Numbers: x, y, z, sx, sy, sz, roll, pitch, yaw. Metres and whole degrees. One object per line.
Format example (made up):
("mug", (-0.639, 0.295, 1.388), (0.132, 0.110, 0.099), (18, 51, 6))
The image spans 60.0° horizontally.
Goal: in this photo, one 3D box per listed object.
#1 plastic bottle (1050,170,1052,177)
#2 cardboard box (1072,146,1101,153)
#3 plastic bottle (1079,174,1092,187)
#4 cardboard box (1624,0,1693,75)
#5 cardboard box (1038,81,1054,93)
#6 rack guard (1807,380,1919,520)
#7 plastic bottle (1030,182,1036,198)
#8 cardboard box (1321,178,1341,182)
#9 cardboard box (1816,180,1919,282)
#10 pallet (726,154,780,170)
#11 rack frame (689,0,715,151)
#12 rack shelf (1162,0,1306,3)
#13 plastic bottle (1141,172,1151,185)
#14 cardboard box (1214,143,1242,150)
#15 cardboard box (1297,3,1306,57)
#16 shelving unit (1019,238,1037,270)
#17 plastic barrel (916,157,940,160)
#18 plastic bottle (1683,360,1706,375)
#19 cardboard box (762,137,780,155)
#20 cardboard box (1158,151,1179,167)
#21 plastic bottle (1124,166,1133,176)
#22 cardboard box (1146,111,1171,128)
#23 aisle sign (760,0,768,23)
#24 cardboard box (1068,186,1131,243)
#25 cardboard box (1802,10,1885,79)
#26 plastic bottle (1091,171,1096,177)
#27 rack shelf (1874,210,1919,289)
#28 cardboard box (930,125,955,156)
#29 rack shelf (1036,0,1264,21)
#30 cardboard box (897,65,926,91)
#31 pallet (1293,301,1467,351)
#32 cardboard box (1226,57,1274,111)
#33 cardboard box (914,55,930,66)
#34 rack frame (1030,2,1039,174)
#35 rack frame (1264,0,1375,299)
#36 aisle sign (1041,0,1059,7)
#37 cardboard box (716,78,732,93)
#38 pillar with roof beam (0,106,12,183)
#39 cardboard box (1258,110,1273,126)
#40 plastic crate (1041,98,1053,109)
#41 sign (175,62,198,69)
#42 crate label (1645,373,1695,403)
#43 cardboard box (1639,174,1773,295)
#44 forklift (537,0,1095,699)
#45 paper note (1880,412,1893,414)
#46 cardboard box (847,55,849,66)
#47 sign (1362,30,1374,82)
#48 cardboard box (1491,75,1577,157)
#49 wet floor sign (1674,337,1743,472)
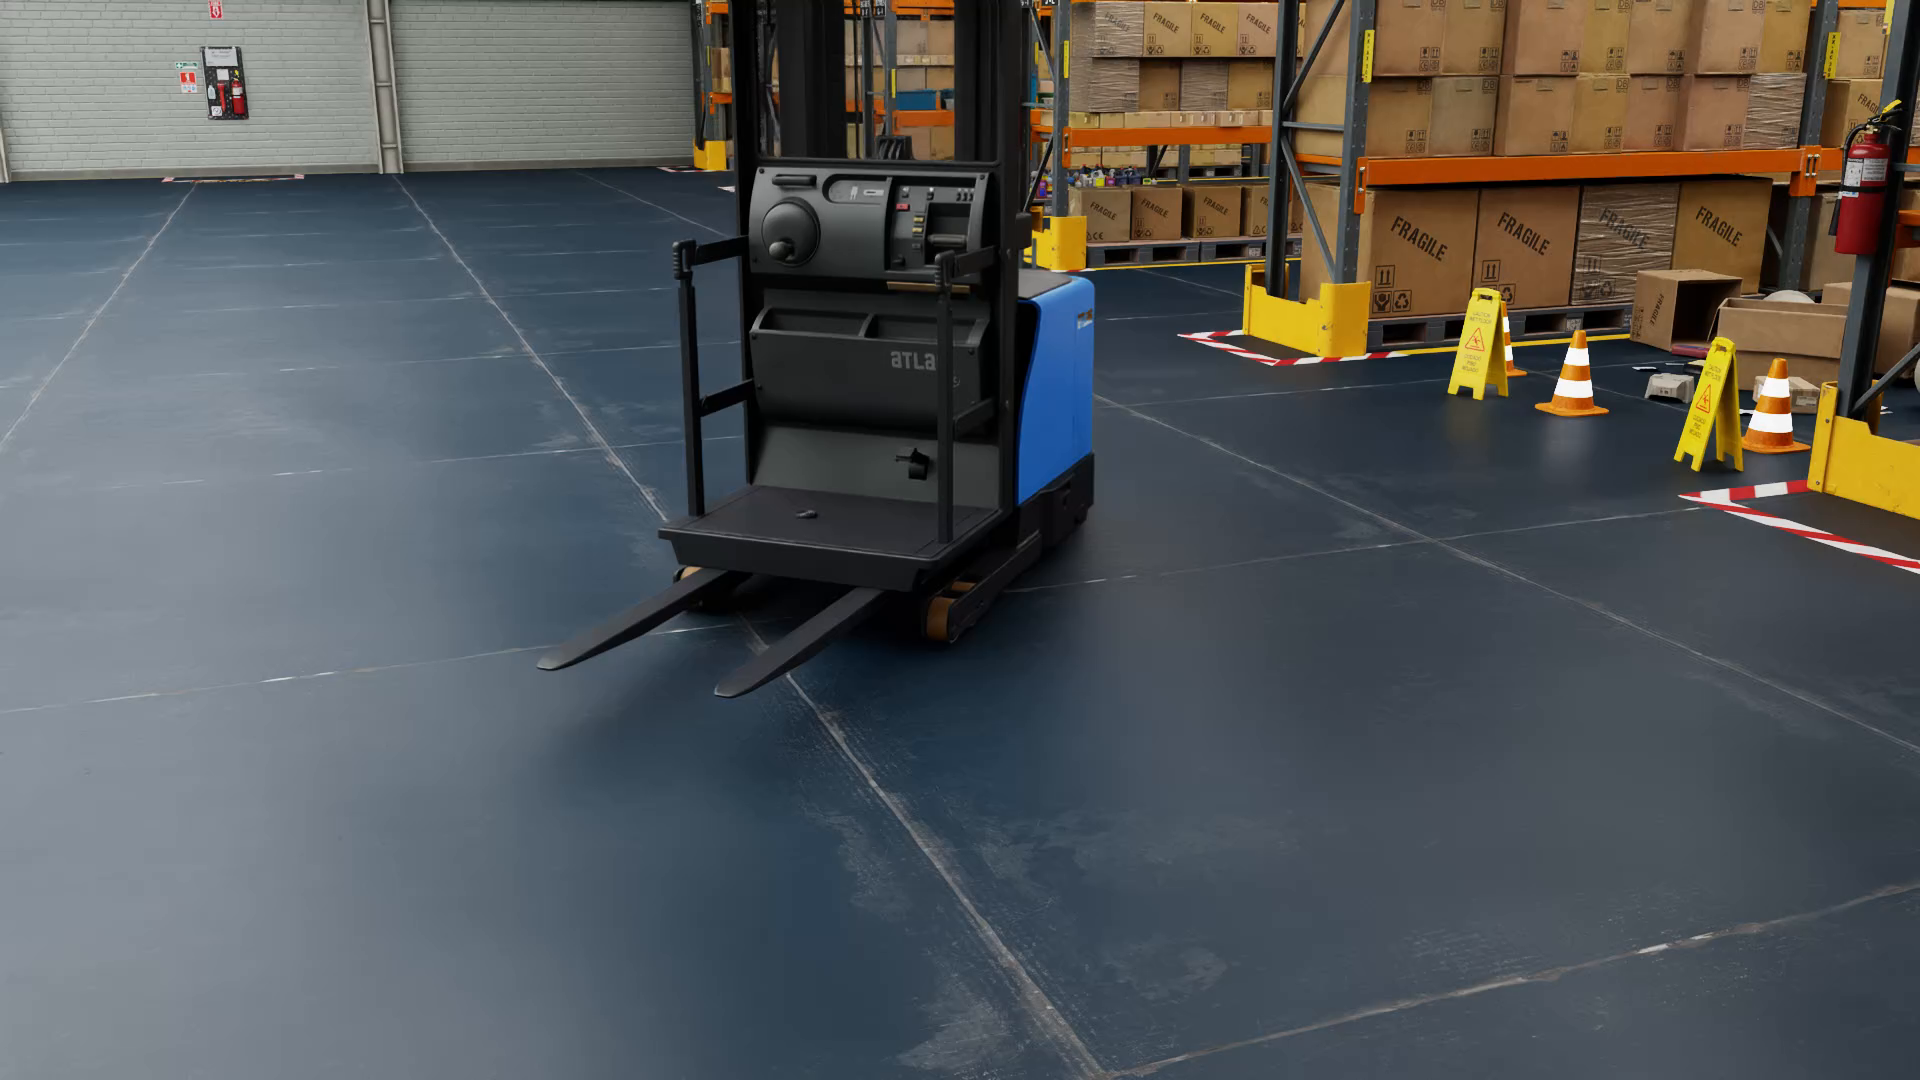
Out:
("plastic bottle", (1.272, -4.773, 21.948), (0.185, 0.351, 0.144), (-6, 18, -21))
("cardboard box", (1.923, -6.347, 26.528), (0.500, 0.311, 0.500), (-6, 18, -21))
("plastic bottle", (1.615, -4.563, 21.367), (0.135, 0.276, 0.152), (-6, 17, -19))
("cardboard box", (4.818, -3.706, 12.213), (0.550, 0.550, 0.875), (-6, 17, -20))
("cardboard box", (1.422, -7.160, 26.422), (0.500, 0.250, 0.500), (-5, 17, -17))
("rack guard", (4.401, -0.361, 7.442), (0.348, 0.500, 1.175), (-6, 17, -20))
("plastic bottle", (0.913, -4.443, 21.091), (0.097, 0.201, 0.097), (0, 16, 0))
("cardboard box", (4.132, -3.536, 17.507), (0.500, 0.500, 0.500), (-7, 18, -22))
("cardboard box", (7.650, -2.553, 13.716), (0.750, 0.750, 1.050), (-6, 17, -20))
("pallet", (-3.691, -6.813, 29.923), (1.213, 0.211, 1.003), (-6, 17, -20))
("rack frame", (-4.533, -8.070, 29.256), (0.127, 3.000, 1.000), (-6, 17, -20))
("rack shelf", (4.615, -7.163, 22.119), (4.000, 0.370, 1.077), (-6, 17, -20))
("plastic bottle", (2.416, -4.639, 21.613), (0.133, 0.283, 0.061), (-5, 17, -17))
("cardboard box", (4.312, -6.608, 27.415), (0.500, 0.311, 0.500), (-6, 17, -19))
("cardboard box", (3.264, -5.016, 16.374), (0.500, 0.500, 0.500), (-6, 17, -20))
("shelving unit", (0.198, -0.763, 7.567), (0.258, 1.200, 0.189), (6, 17, 20))
("plastic barrel", (-0.401, -4.558, 20.966), (0.421, 0.512, 0.421), (0, 16, 0))
("plastic bottle", (4.844, -1.131, 10.840), (0.283, 0.061, 0.133), (-14, 21, -39))
("cardboard box", (-3.322, -7.095, 29.926), (0.500, 0.311, 0.500), (-5, 17, -15))
("cardboard box", (3.359, -6.236, 27.145), (0.500, 0.250, 0.500), (-6, 17, -19))
("plastic bottle", (2.197, -4.704, 21.714), (0.185, 0.351, 0.144), (-6, 17, -20))
("cardboard box", (1.841, -4.078, 16.108), (0.250, 0.149, 0.380), (-6, 17, -20))
("aisle sign", (-2.923, -8.085, 24.694), (0.004, 0.787, 0.394), (-6, 17, -20))
("cardboard box", (1.374, -3.221, 16.435), (0.500, 0.500, 0.500), (-3, 17, -10))
("cardboard box", (6.662, -3.828, 12.858), (0.500, 0.500, 0.700), (-6, 18, -21))
("plastic bottle", (1.753, -4.750, 22.012), (0.097, 0.271, 0.097), (0, 16, 0))
("rack shelf", (6.198, -1.410, 7.851), (4.000, 0.370, 1.077), (-6, 17, -20))
("cardboard box", (-0.313, -6.210, 25.724), (0.500, 0.500, 0.500), (-6, 17, -20))
("rack shelf", (2.846, -8.466, 26.558), (4.000, 0.370, 1.077), (-6, 17, -20))
("cardboard box", (-0.872, -7.016, 25.488), (0.500, 0.500, 0.700), (-6, 17, -18))
("pallet", (3.183, -1.609, 12.201), (1.213, 0.211, 1.003), (-6, 17, -20))
("cardboard box", (2.685, -4.568, 16.624), (0.500, 0.500, 0.875), (-6, 17, -20))
("cardboard box", (-0.632, -7.291, 25.273), (0.250, 0.149, 0.380), (-6, 17, -18))
("rack frame", (0.978, -7.171, 26.193), (0.127, 3.000, 1.000), (-6, 17, -20))
("rack frame", (2.465, -2.845, 11.464), (0.127, 3.000, 1.000), (-6, 17, -20))
("aisle sign", (0.834, -5.323, 15.286), (0.004, 0.787, 0.394), (-6, 17, -20))
("cardboard box", (-3.964, -7.974, 29.158), (0.500, 0.250, 0.500), (-7, 18, -22))
("pillar with roof beam", (-13.854, -8.904, 21.449), (0.400, 9.000, 9.100), (-6, 17, -20))
("cardboard box", (3.018, -4.197, 16.512), (0.250, 0.149, 0.380), (-6, 17, -20))
("plastic crate", (1.322, -5.510, 21.006), (0.437, 0.136, 0.530), (-6, 17, -20))
("sign", (-12.658, -7.765, 27.214), (0.331, 0.109, 0.001), (-6, 17, -20))
("crate label", (4.268, -0.916, 9.973), (0.250, 0.136, 0.298), (13, 21, 37))
("cardboard box", (5.588, -2.386, 12.924), (0.875, 0.875, 0.875), (-6, 17, -19))
("forklift", (-0.416, -1.173, 5.892), (1.130, 2.935, 3.031), (6, 17, 20))
("paper note", (5.317, -0.732, 9.574), (0.123, 0.001, 0.032), (-6, 17, -20))
("cardboard box", (-1.834, -7.161, 24.833), (0.250, 0.149, 0.380), (-6, 17, -20))
("sign", (2.658, -3.152, 10.831), (0.005, 0.325, 0.100), (-6, 17, -20))
("cardboard box", (3.869, -3.051, 11.899), (0.550, 0.550, 0.875), (-6, 17, -20))
("wet floor sign", (3.770, -0.686, 8.289), (0.232, 0.644, 0.267), (0, 16, -1))
